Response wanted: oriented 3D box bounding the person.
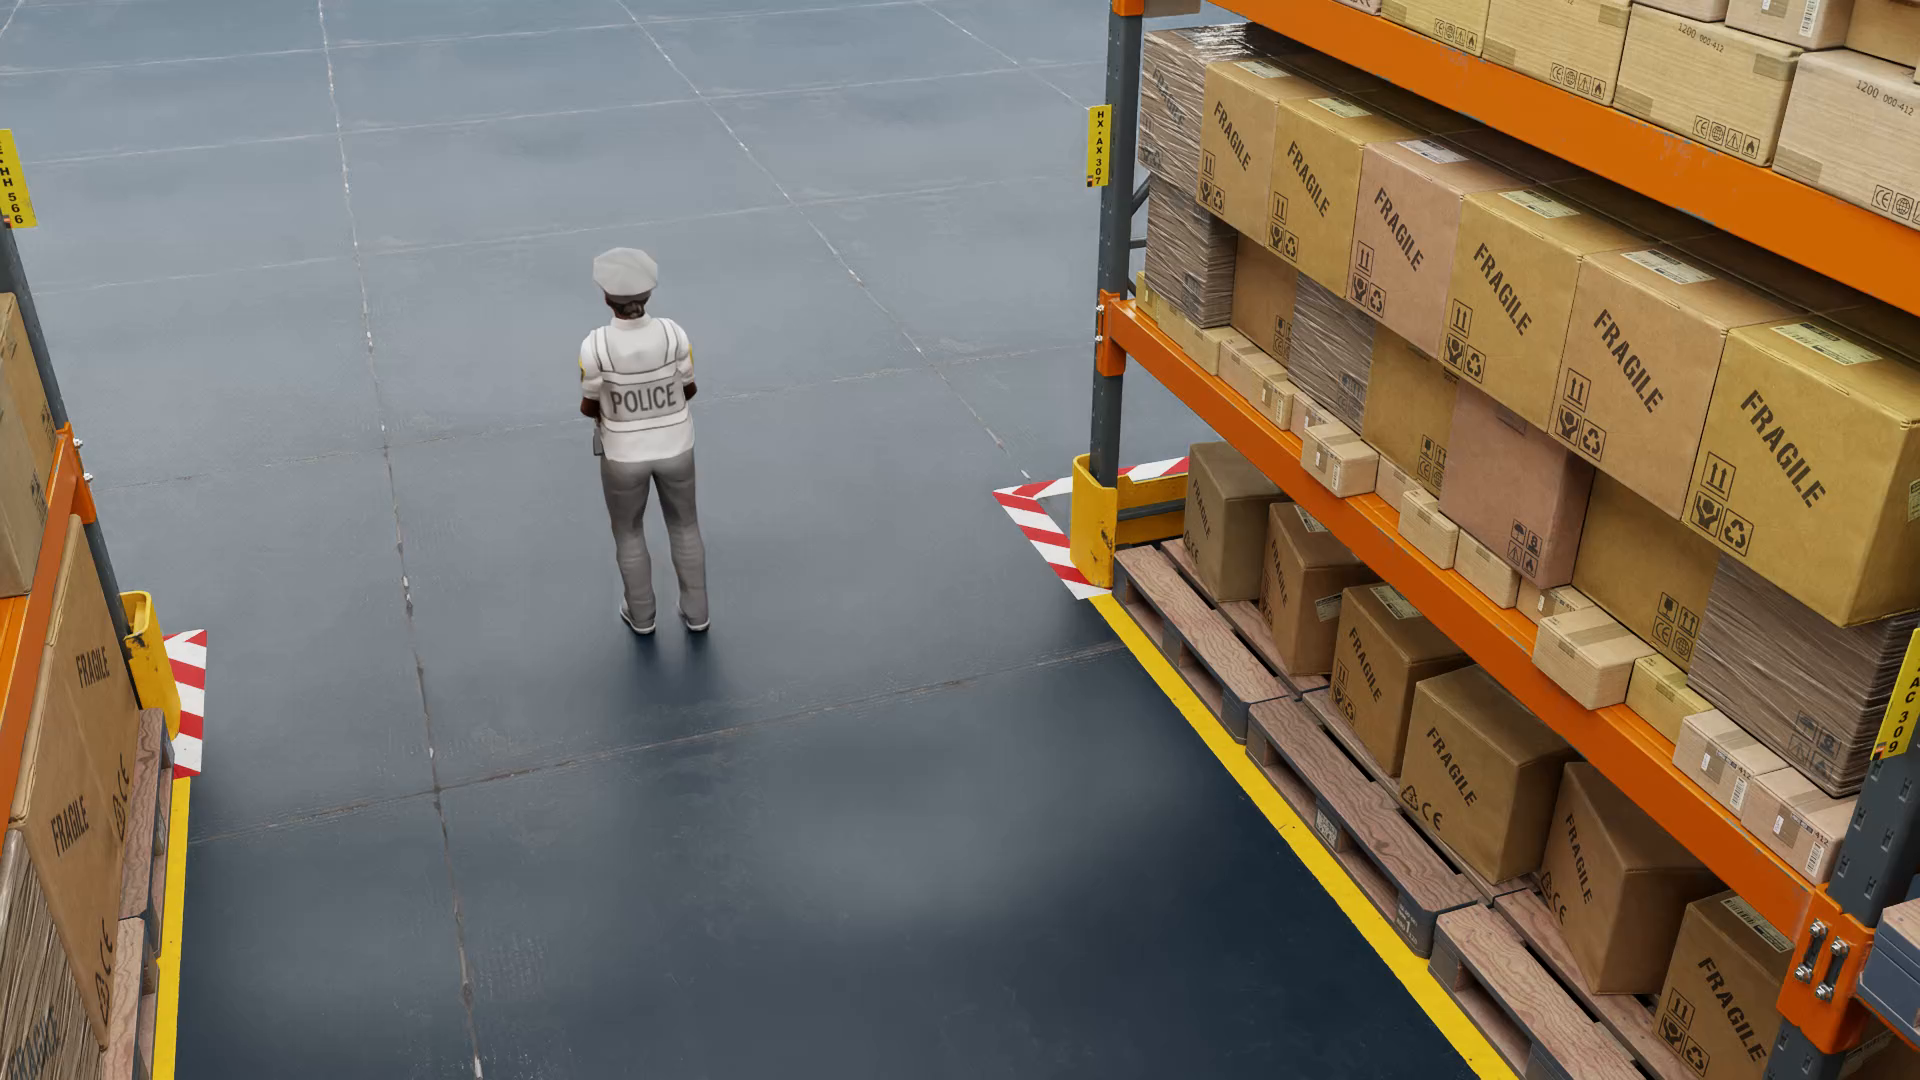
[{"bbox_3d":[-1.298,-0.397,6.784,0.468,1.692,0.503,-11,32,-18],"label":"person"}]
